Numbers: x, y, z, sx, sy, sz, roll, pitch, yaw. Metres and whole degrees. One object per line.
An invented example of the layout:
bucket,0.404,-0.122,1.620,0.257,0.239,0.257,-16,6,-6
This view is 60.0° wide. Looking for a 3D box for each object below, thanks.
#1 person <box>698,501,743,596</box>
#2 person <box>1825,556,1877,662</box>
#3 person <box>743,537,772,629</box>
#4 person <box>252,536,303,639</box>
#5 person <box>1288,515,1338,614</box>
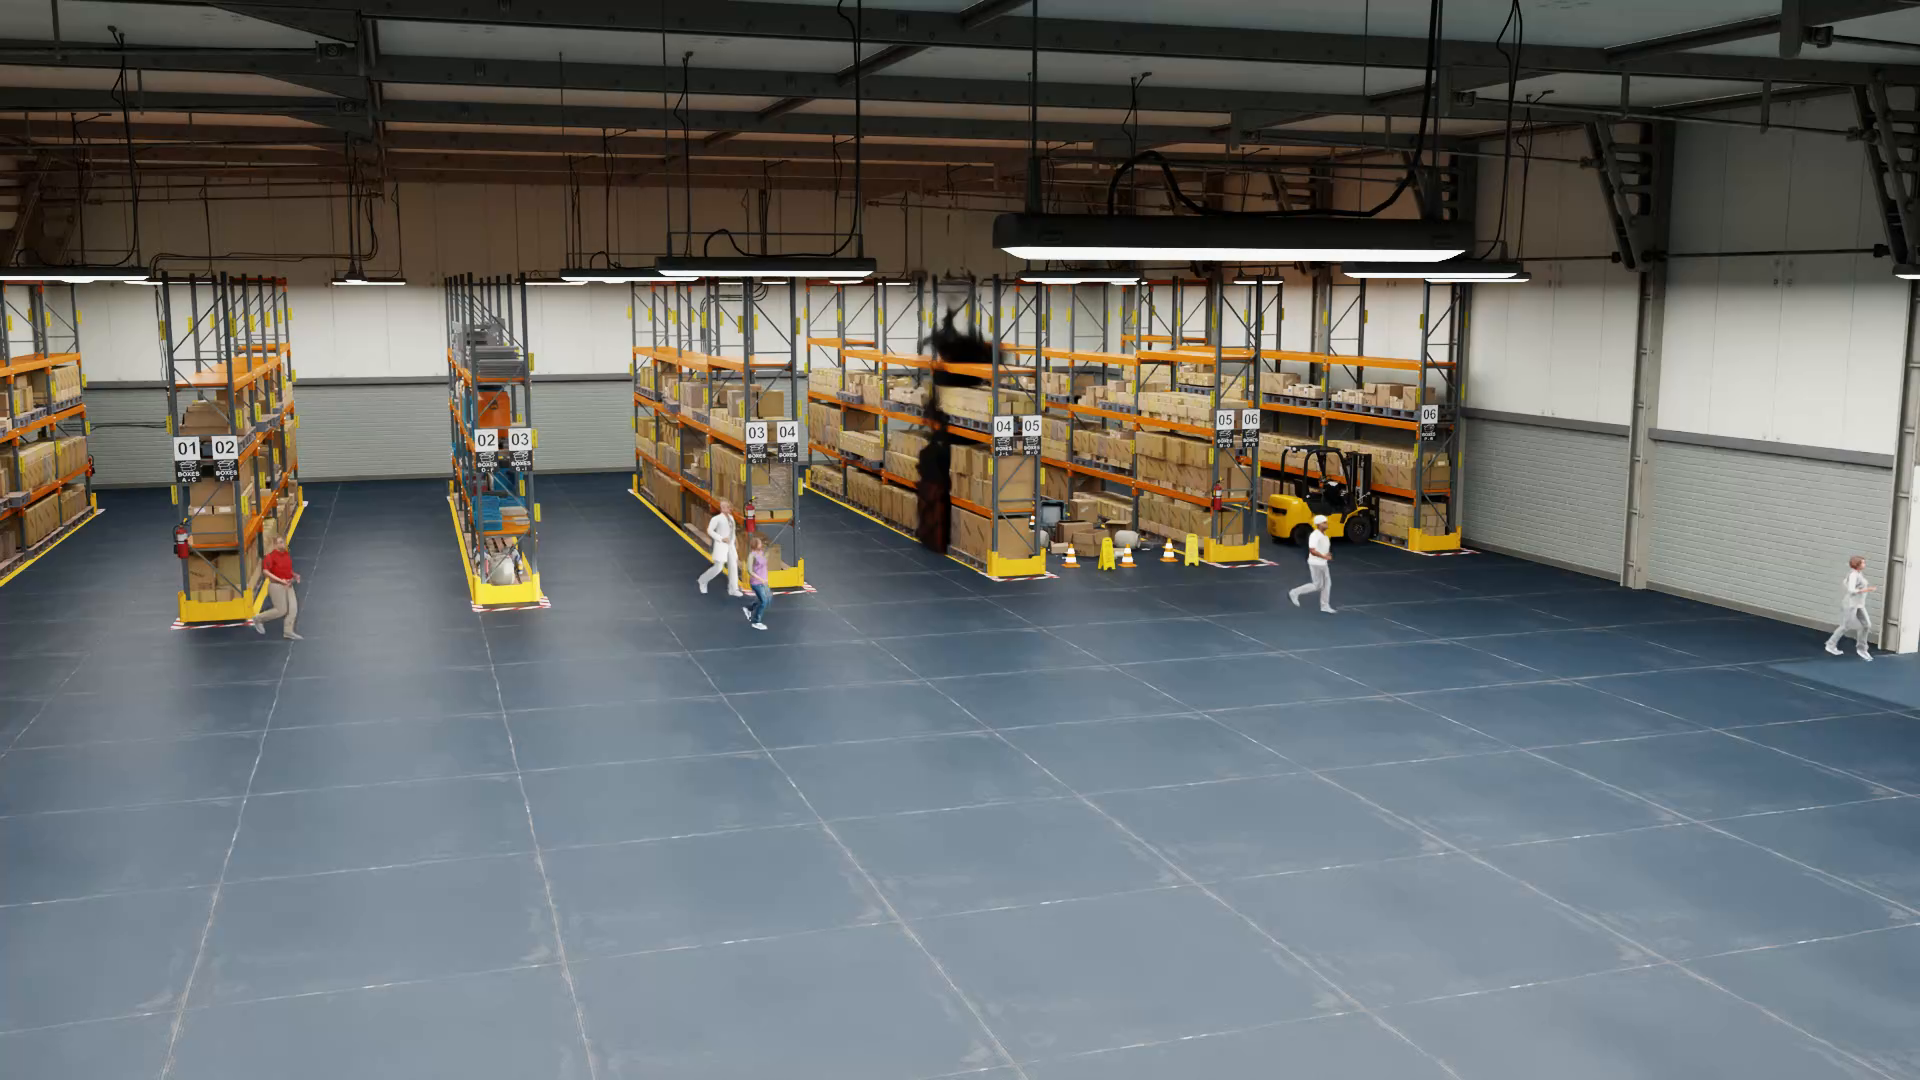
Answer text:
person,-4.404,0.146,31.218,1.043,1.743,0.784,5,10,30
person,13.845,1.054,25.793,0.666,1.627,0.530,8,12,44
person,-3.456,0.726,28.185,0.496,1.566,0.541,3,9,17
person,-11.220,0.786,27.365,0.760,1.718,0.667,2,9,11
person,6.324,0.423,29.571,0.862,1.760,0.708,4,9,24
